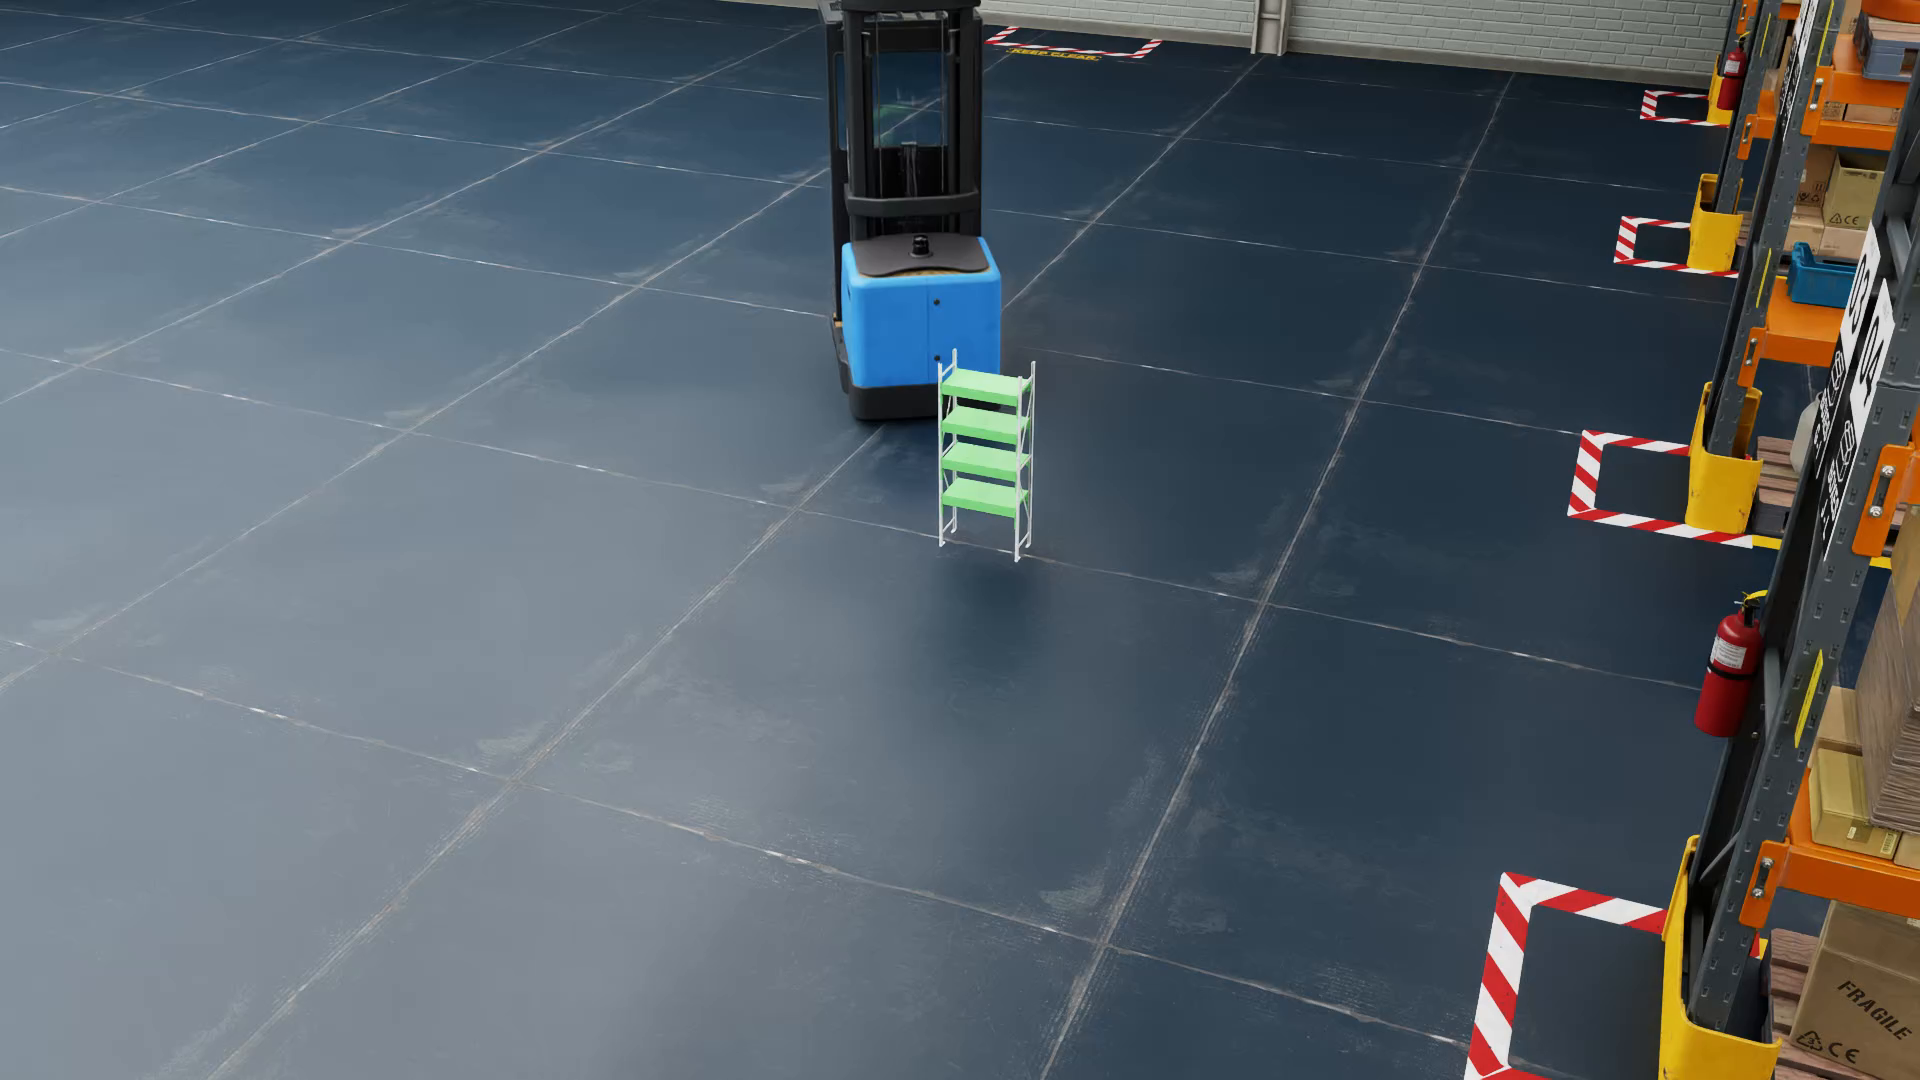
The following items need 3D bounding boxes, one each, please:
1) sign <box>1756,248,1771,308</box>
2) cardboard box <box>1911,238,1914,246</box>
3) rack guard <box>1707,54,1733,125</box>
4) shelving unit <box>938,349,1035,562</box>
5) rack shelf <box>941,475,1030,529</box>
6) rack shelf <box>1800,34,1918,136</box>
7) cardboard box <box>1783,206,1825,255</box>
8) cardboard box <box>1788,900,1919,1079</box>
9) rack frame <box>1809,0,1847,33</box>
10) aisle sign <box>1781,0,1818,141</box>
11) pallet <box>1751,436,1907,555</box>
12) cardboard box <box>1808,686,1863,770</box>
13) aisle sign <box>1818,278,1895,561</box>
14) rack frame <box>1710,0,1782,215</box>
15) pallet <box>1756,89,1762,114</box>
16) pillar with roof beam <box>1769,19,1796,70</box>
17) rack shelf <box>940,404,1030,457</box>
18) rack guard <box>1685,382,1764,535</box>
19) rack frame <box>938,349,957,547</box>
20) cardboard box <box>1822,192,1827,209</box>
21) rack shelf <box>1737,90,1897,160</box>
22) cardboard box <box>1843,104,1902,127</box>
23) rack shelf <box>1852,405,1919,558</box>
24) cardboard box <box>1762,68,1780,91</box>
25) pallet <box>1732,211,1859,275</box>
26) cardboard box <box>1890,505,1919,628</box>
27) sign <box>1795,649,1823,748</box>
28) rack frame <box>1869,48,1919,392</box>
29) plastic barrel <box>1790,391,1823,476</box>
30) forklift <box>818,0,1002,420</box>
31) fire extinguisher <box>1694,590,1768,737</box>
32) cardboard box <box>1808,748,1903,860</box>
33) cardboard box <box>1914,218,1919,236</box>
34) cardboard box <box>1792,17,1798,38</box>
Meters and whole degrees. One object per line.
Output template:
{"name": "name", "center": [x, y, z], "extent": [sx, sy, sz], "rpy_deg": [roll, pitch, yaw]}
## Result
{"name": "sign", "center": [4.576, -1.490, 9.468], "extent": [0.005, 0.325, 0.100], "rpy_deg": [11, 31, 19]}
{"name": "cardboard box", "center": [7.994, -2.479, 13.867], "extent": [0.500, 0.250, 0.500], "rpy_deg": [11, 31, 19]}
{"name": "rack guard", "center": [8.582, -5.035, 18.560], "extent": [0.348, 0.500, 1.175], "rpy_deg": [11, 31, 19]}
{"name": "shelving unit", "center": [0.153, -0.492, 9.812], "extent": [0.503, 1.200, 0.258], "rpy_deg": [11, 31, 19]}
{"name": "rack shelf", "center": [0.153, -0.227, 9.961], "extent": [0.480, 0.148, 0.258], "rpy_deg": [11, 31, 19]}
{"name": "rack shelf", "center": [6.640, -2.242, 8.763], "extent": [4.000, 0.370, 1.077], "rpy_deg": [11, 31, 19]}
{"name": "cardboard box", "center": [7.066, -2.663, 14.191], "extent": [0.500, 0.250, 0.500], "rpy_deg": [11, 31, 19]}
{"name": "cardboard box", "center": [3.497, 1.667, 6.277], "extent": [0.500, 0.500, 0.500], "rpy_deg": [18, 34, 28]}
{"name": "rack frame", "center": [4.787, -4.231, 8.502], "extent": [0.127, 3.000, 1.000], "rpy_deg": [11, 31, 19]}
{"name": "aisle sign", "center": [4.610, -2.631, 9.126], "extent": [0.004, 0.787, 0.394], "rpy_deg": [11, 31, 19]}
{"name": "pallet", "center": [5.625, -0.260, 10.407], "extent": [1.213, 0.211, 1.003], "rpy_deg": [11, 31, 19]}
{"name": "cardboard box", "center": [3.266, 0.707, 6.118], "extent": [0.250, 0.149, 0.380], "rpy_deg": [11, 31, 19]}
{"name": "aisle sign", "center": [2.754, -0.368, 5.121], "extent": [0.004, 0.787, 0.394], "rpy_deg": [11, 31, 19]}
{"name": "rack frame", "center": [6.652, -3.877, 13.973], "extent": [0.127, 3.000, 1.000], "rpy_deg": [11, 31, 19]}
{"name": "pallet", "center": [9.321, -4.742, 18.337], "extent": [1.213, 0.211, 1.003], "rpy_deg": [11, 31, 19]}
{"name": "pillar with roof beam", "center": [7.867, -7.050, 13.490], "extent": [0.400, 9.000, 9.100], "rpy_deg": [11, 31, 19]}
{"name": "rack shelf", "center": [0.153, -0.645, 9.725], "extent": [0.480, 0.148, 0.258], "rpy_deg": [11, 31, 19]}
{"name": "rack guard", "center": [4.875, -0.539, 10.607], "extent": [0.348, 0.500, 1.175], "rpy_deg": [11, 31, 19]}
{"name": "rack frame", "center": [-0.073, -0.537, 9.892], "extent": [0.015, 1.200, 0.240], "rpy_deg": [11, 31, 19]}
{"name": "cardboard box", "center": [7.728, -2.812, 14.455], "extent": [0.500, 0.250, 0.500], "rpy_deg": [11, 31, 19]}
{"name": "rack shelf", "center": [8.506, -3.194, 13.495], "extent": [4.000, 0.370, 1.077], "rpy_deg": [11, 31, 19]}
{"name": "cardboard box", "center": [7.569, -3.734, 13.617], "extent": [0.500, 0.500, 0.700], "rpy_deg": [12, 32, 20]}
{"name": "rack shelf", "center": [4.778, 0.016, 4.767], "extent": [4.000, 0.370, 1.077], "rpy_deg": [11, 31, 19]}
{"name": "cardboard box", "center": [9.119, -4.989, 18.225], "extent": [0.500, 0.311, 0.500], "rpy_deg": [8, 30, 13]}
{"name": "pallet", "center": [7.377, -2.541, 14.443], "extent": [1.213, 0.211, 1.003], "rpy_deg": [11, 31, 19]}
{"name": "cardboard box", "center": [3.527, 0.020, 5.658], "extent": [0.500, 0.500, 0.500], "rpy_deg": [11, 31, 19]}
{"name": "sign", "center": [2.721, 0.509, 5.332], "extent": [0.005, 0.325, 0.100], "rpy_deg": [11, 31, 19]}
{"name": "rack frame", "center": [2.924, -1.973, 4.507], "extent": [0.127, 3.000, 1.000], "rpy_deg": [11, 31, 19]}
{"name": "plastic barrel", "center": [5.425, -0.632, 10.333], "extent": [0.421, 0.512, 0.421], "rpy_deg": [0, 29, 0]}
{"name": "forklift", "center": [-0.422, -2.811, 12.155], "extent": [1.130, 2.935, 3.031], "rpy_deg": [-4, 30, -7]}
{"name": "fire extinguisher", "center": [2.992, 0.441, 6.411], "extent": [0.183, 0.674, 0.296], "rpy_deg": [11, 31, 19]}
{"name": "cardboard box", "center": [3.099, 0.910, 5.759], "extent": [0.250, 0.149, 0.380], "rpy_deg": [11, 31, 19]}
{"name": "cardboard box", "center": [7.998, -2.811, 13.691], "extent": [0.500, 0.500, 0.500], "rpy_deg": [11, 31, 19]}
{"name": "cardboard box", "center": [7.078, -4.220, 13.817], "extent": [0.250, 0.149, 0.380], "rpy_deg": [11, 31, 18]}
